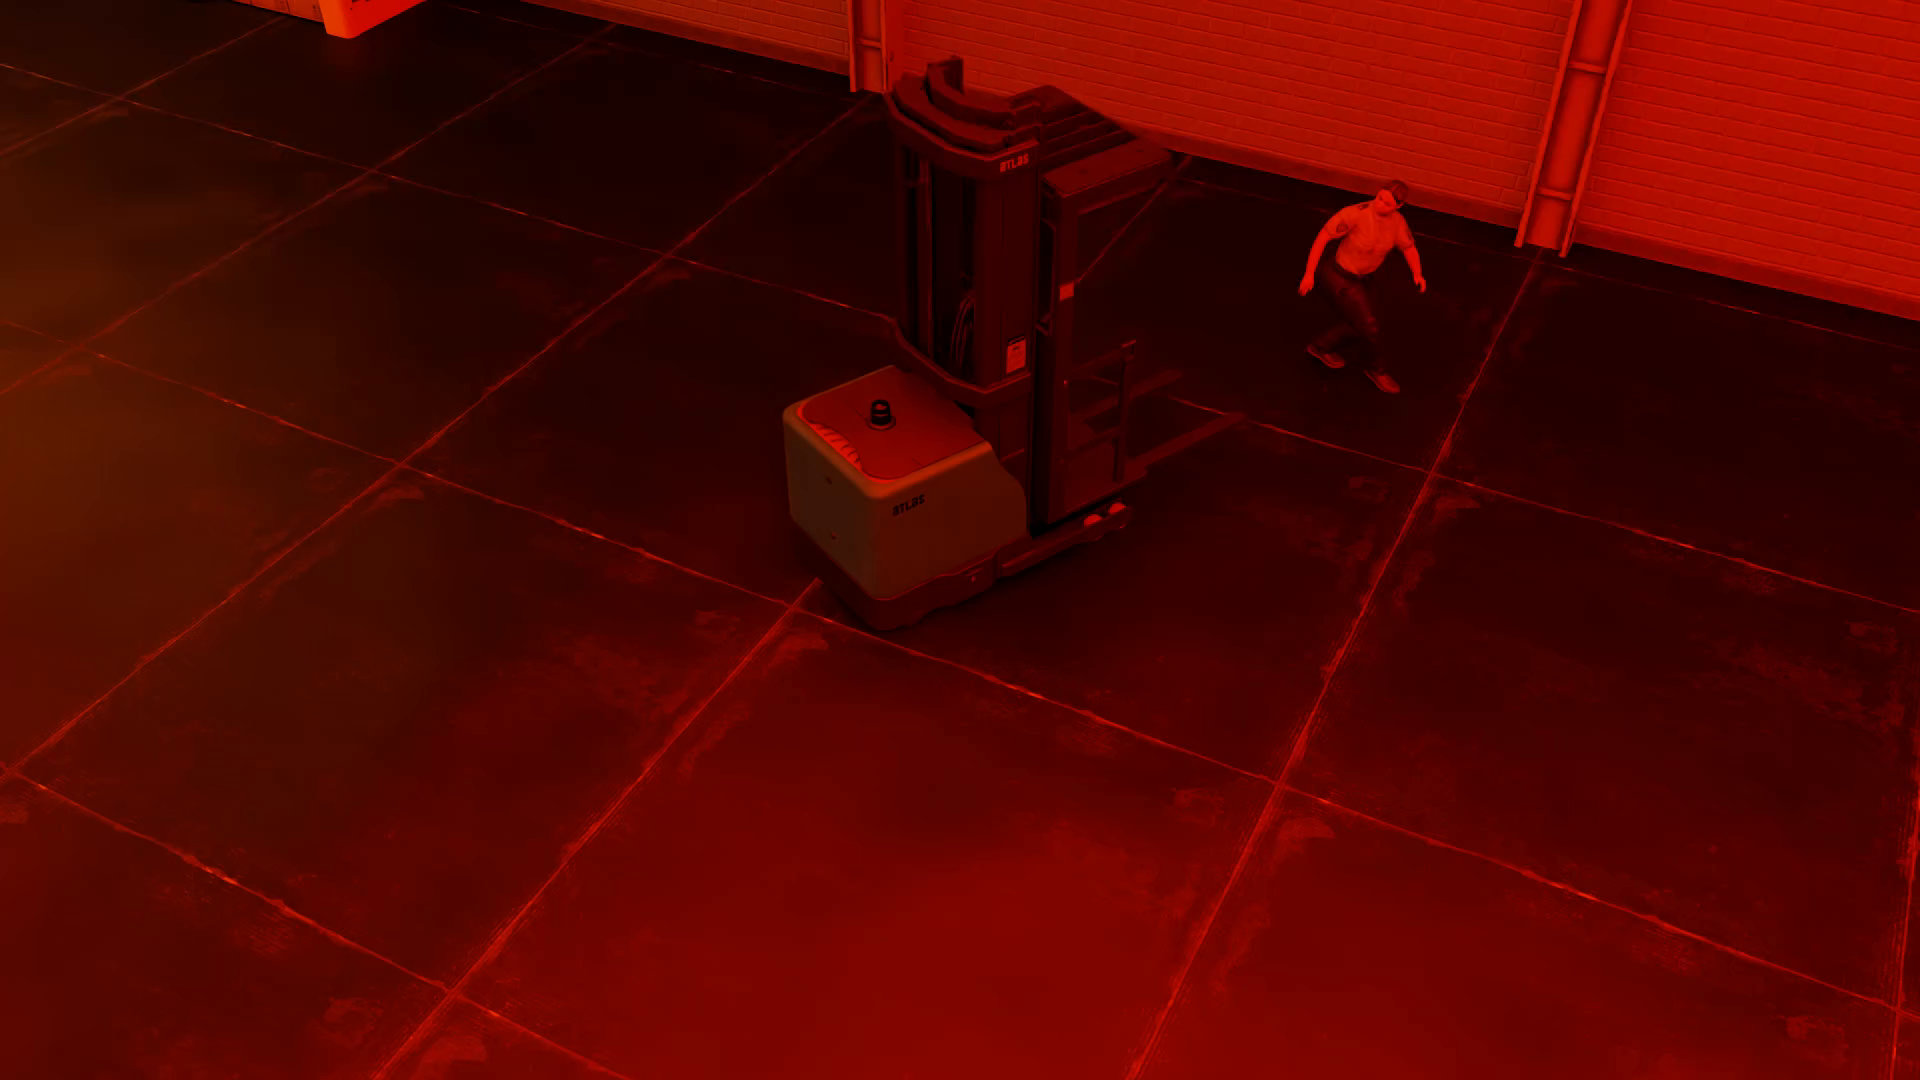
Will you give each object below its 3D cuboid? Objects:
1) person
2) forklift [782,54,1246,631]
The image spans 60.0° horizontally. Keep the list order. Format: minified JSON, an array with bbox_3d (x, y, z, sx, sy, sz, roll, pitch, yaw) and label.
[{"bbox_3d":[2.694,-1.673,11.097,0.747,1.530,0.787,-30,49,-31],"label":"person"},{"bbox_3d":[0.457,-1.363,9.605,3.031,2.935,1.130,-25,46,-27],"label":"forklift"}]
